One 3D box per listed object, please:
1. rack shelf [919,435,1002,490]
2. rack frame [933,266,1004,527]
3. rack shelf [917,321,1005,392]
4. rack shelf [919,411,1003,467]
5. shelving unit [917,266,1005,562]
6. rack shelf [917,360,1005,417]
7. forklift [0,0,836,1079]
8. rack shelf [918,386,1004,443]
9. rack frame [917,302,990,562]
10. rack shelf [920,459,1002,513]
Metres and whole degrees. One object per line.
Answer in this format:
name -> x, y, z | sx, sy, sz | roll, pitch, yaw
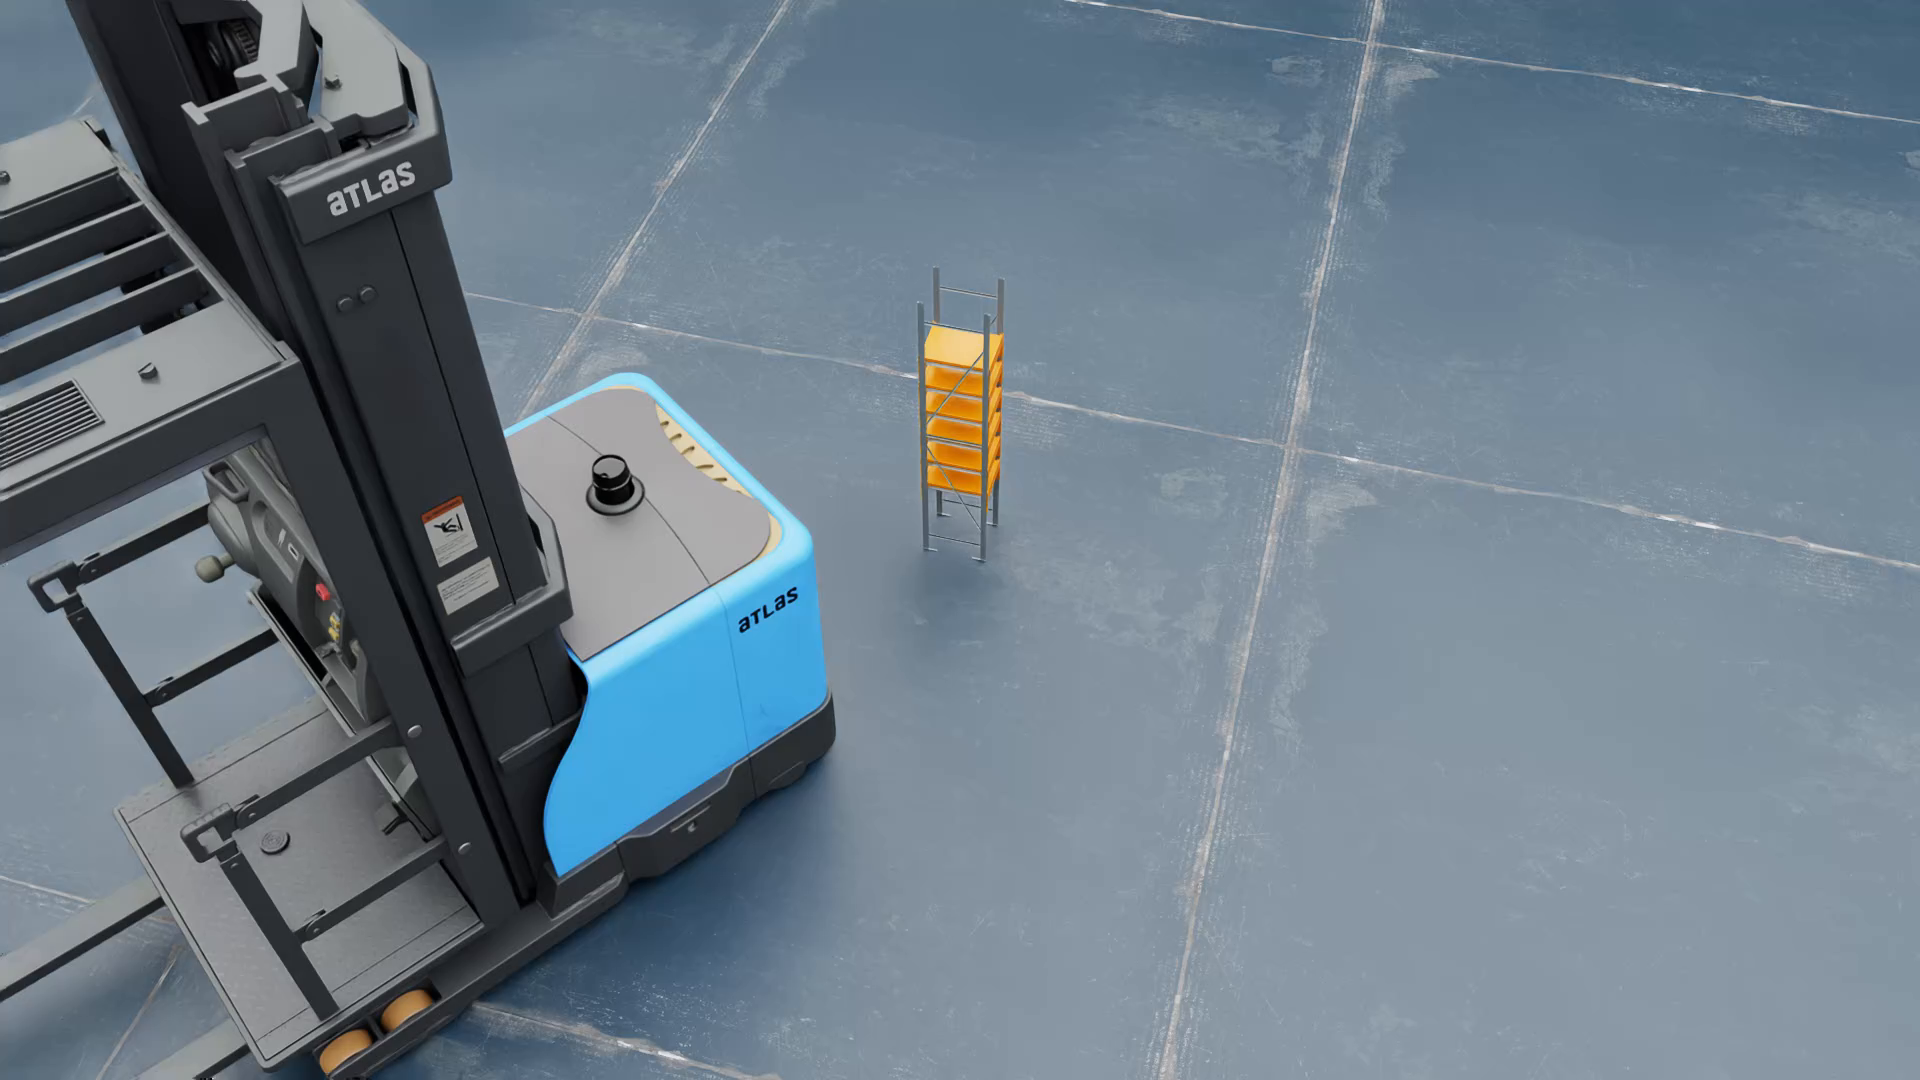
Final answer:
rack shelf -> 0.004, -0.299, 5.933 | 0.258, 0.103, 0.180 | 12, 50, 10
rack frame -> 0.028, -0.474, 5.868 | 0.240, 1.200, 0.006 | 12, 50, 10
rack shelf -> 0.004, -0.616, 5.573 | 0.258, 0.103, 0.180 | 12, 50, 10
rack shelf -> 0.004, -0.378, 5.843 | 0.258, 0.103, 0.180 | 12, 50, 10
shelving unit -> 0.004, -0.407, 5.809 | 0.258, 1.200, 0.189 | 12, 50, 10
rack shelf -> 0.004, -0.537, 5.663 | 0.258, 0.103, 0.180 | 12, 50, 10
forklift -> -1.870, 0.165, 4.150 | 3.031, 2.935, 1.130 | -32, 56, -25
rack shelf -> 0.004, -0.458, 5.753 | 0.258, 0.103, 0.180 | 12, 50, 10
rack frame -> -0.020, -0.341, 5.751 | 0.240, 1.200, 0.006 | 12, 50, 10
rack shelf -> 0.004, -0.219, 6.023 | 0.258, 0.103, 0.180 | 12, 50, 10
